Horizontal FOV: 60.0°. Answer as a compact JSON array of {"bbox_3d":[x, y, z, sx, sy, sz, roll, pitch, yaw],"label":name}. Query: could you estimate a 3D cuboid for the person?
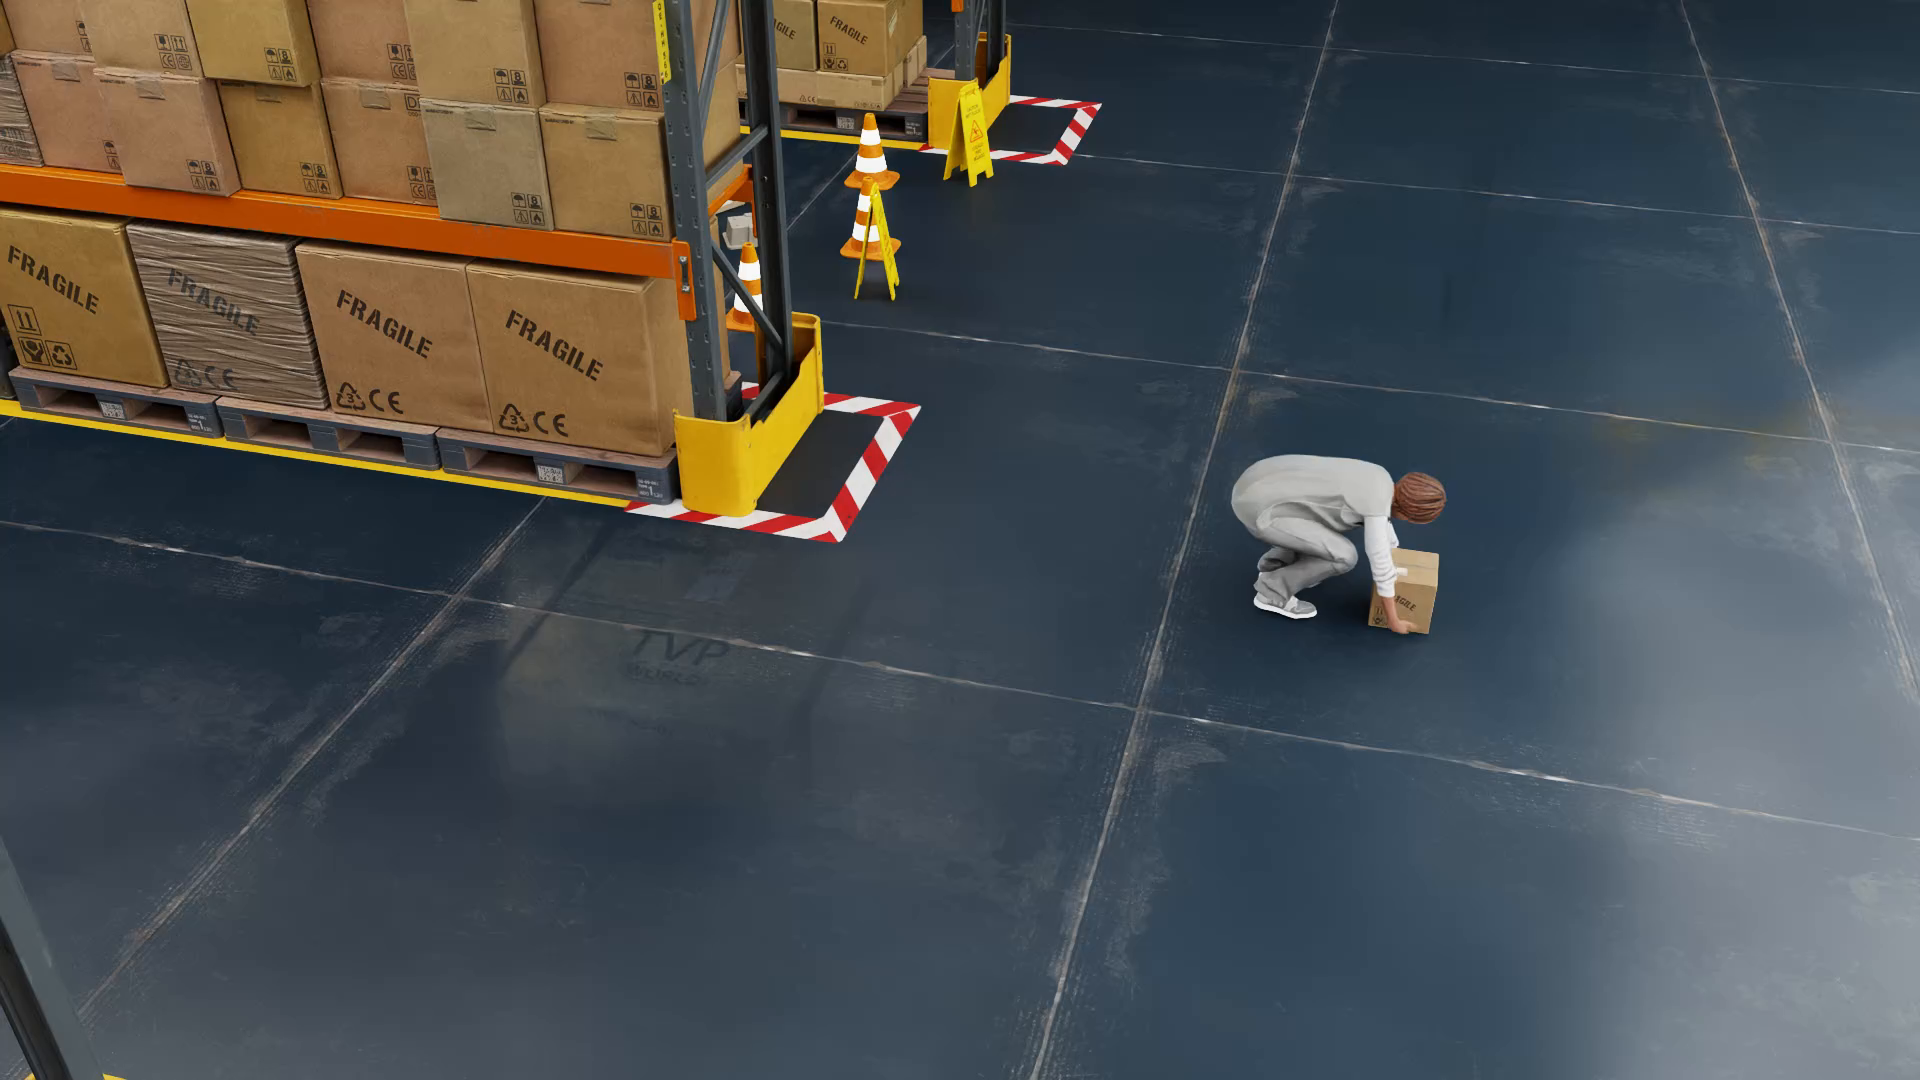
[{"bbox_3d":[1.567,-0.007,7.015,0.869,0.711,0.420,7,34,11],"label":"person"}]
